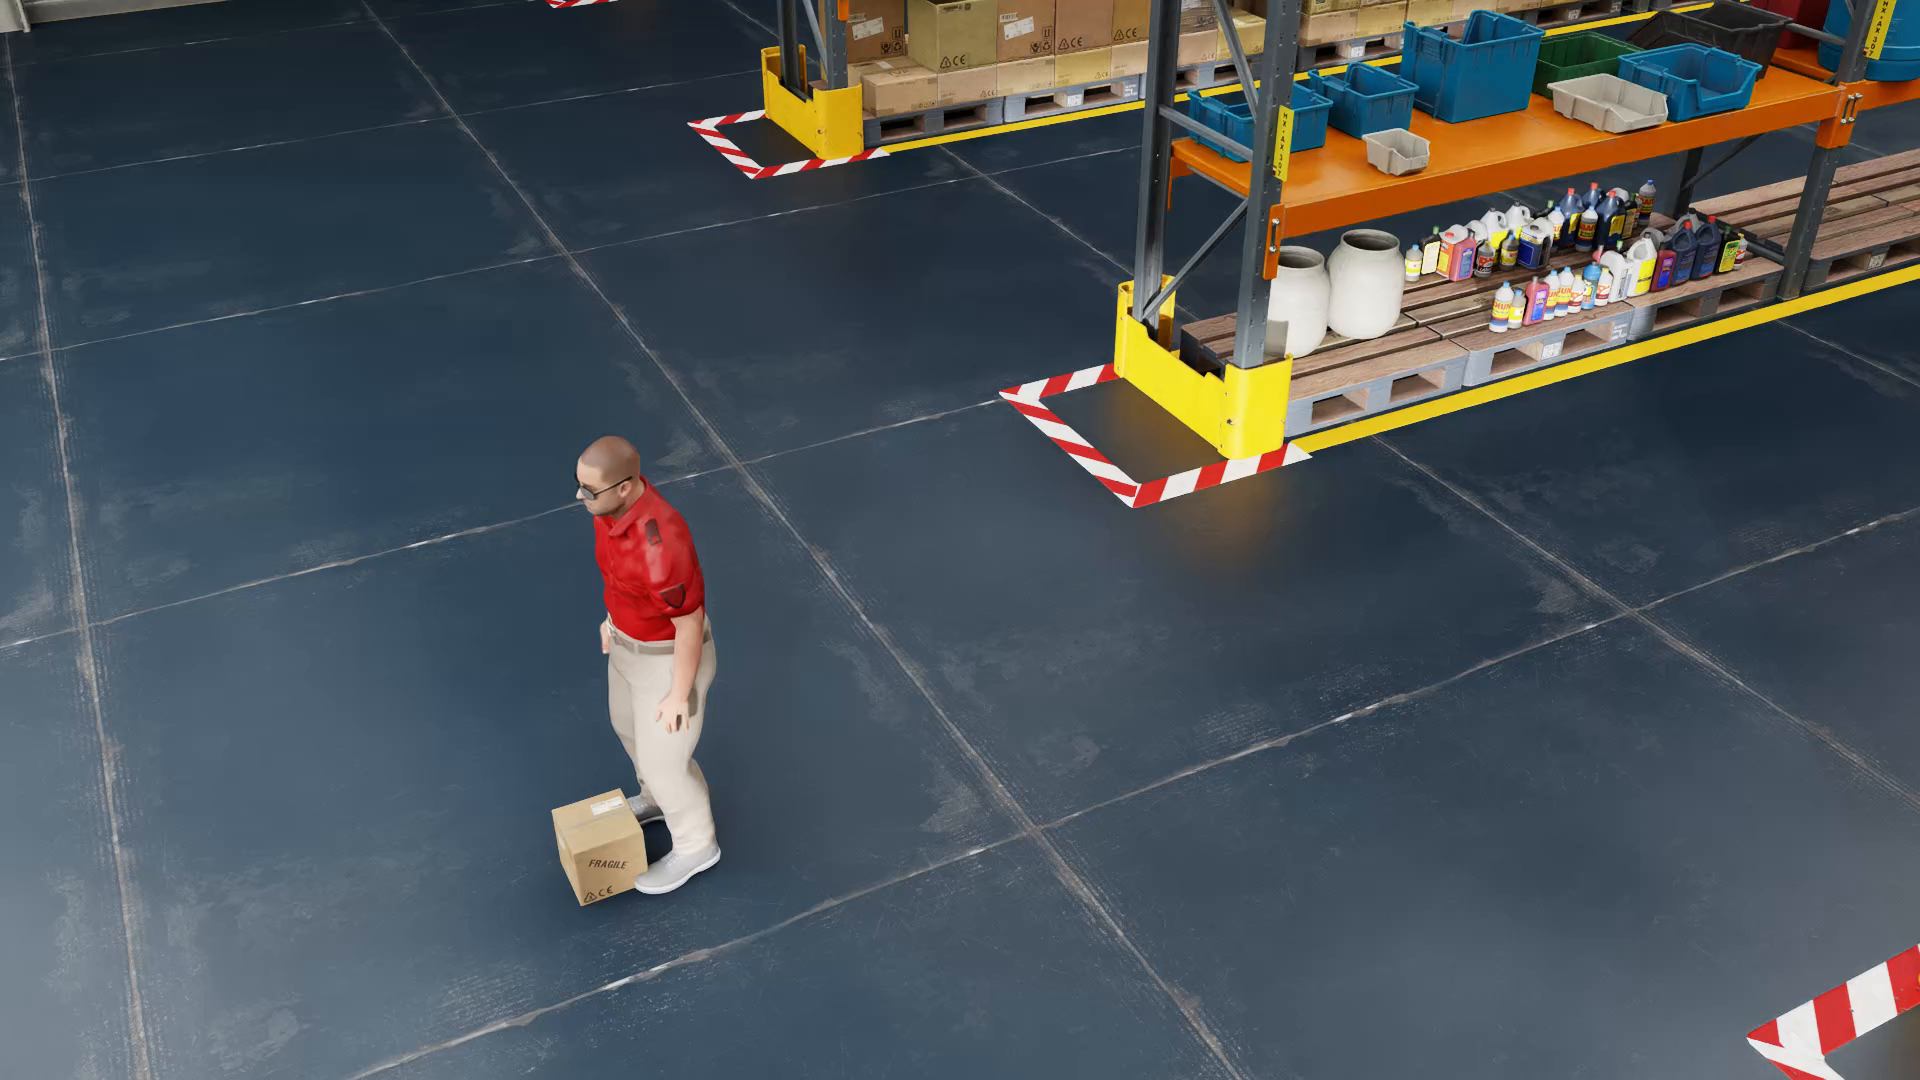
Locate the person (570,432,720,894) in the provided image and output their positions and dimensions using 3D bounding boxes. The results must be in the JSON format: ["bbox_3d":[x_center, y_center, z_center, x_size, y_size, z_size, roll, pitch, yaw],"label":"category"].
[{"bbox_3d":[-1.045,0.387,5.552,0.394,1.727,0.587,-16,36,-23],"label":"person"}]
